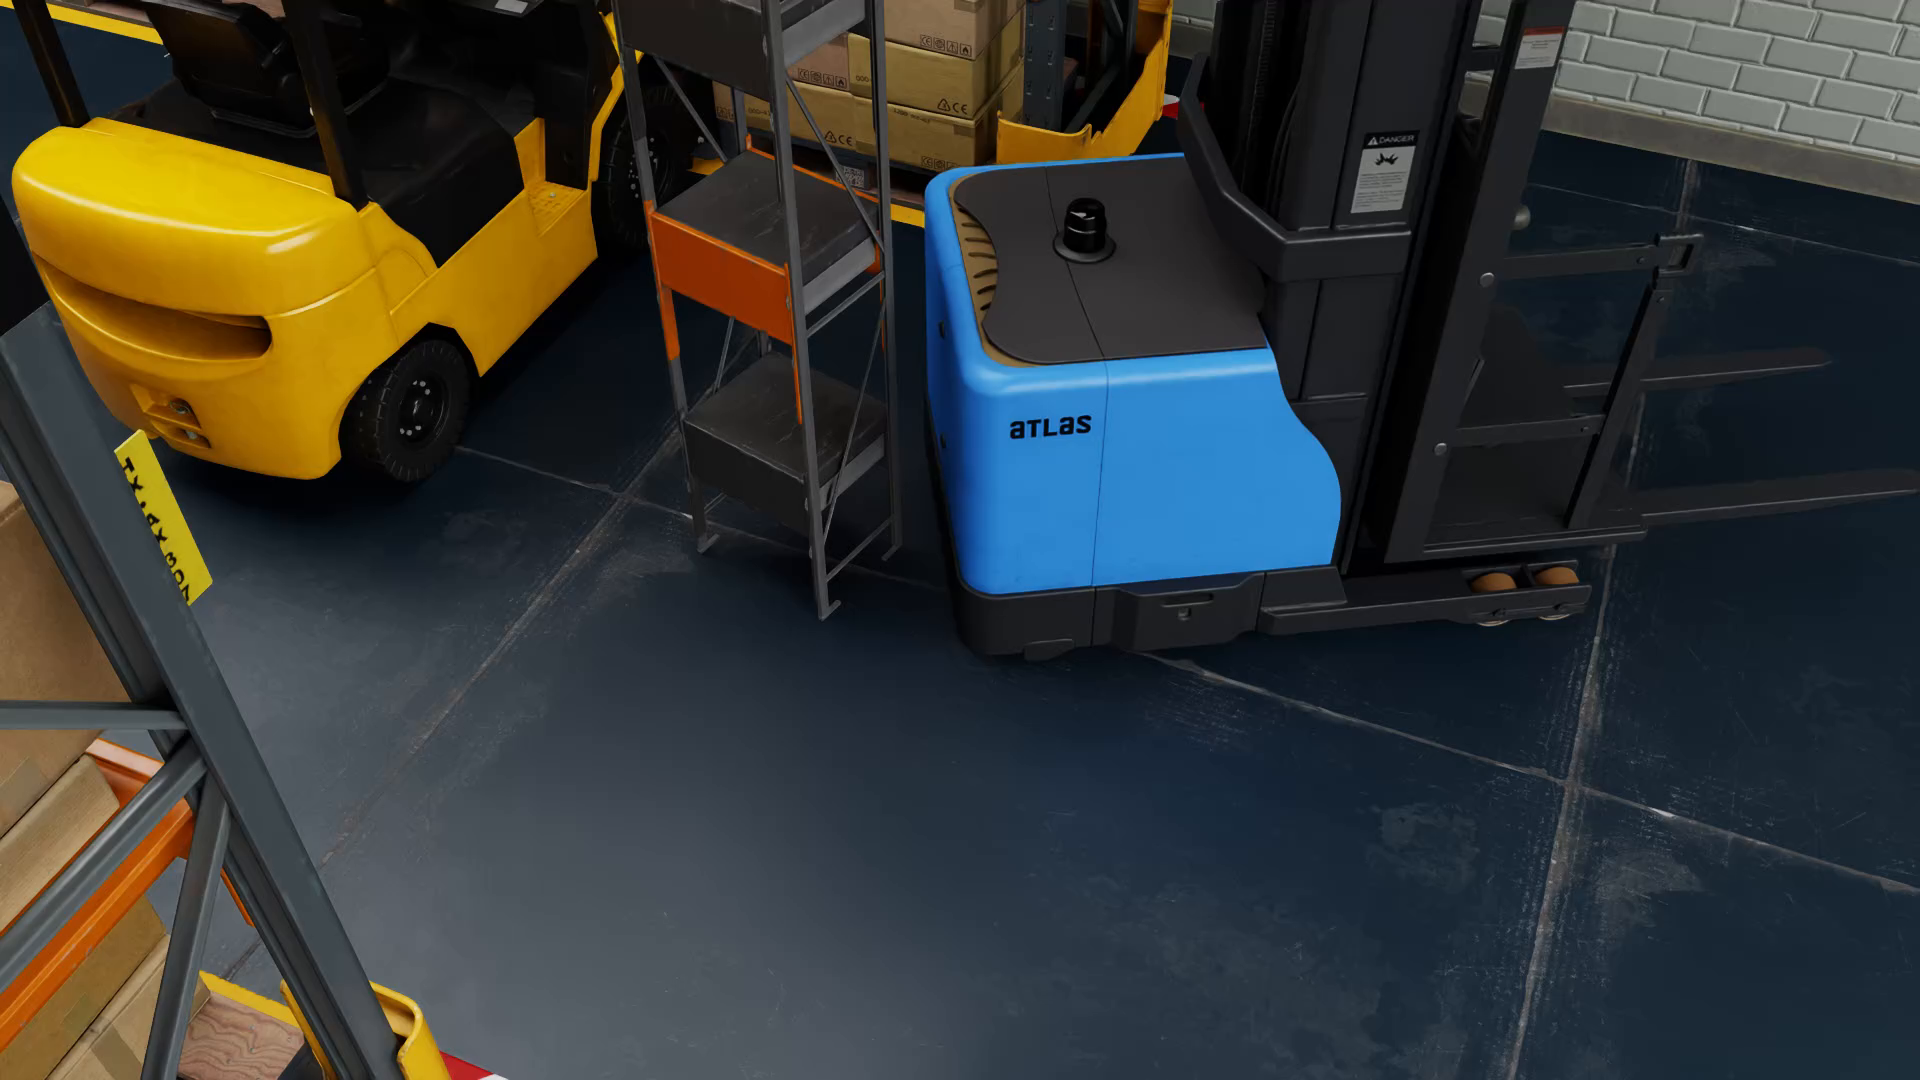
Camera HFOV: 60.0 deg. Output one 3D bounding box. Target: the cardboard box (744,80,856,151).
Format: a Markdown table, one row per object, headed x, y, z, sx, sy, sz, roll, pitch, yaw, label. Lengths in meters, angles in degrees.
| x | y | z | sx | sy | sz | roll | pitch | yaw | label |
| --- | --- | --- | --- | --- | --- | --- | --- | --- | --- |
| -0.533 | -1.825 | 6.609 | 0.500 | 0.250 | 0.500 | 16 | 47 | 16 | cardboard box |

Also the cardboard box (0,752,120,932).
| x | y | z | sx | sy | sz | roll | pitch | yaw | label |
| --- | --- | --- | --- | --- | --- | --- | --- | --- | --- |
| -1.664 | 0.506 | 2.793 | 0.250 | 0.149 | 0.380 | 17 | 47 | 16 | cardboard box |

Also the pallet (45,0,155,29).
| x | y | z | sx | sy | sz | roll | pitch | yaw | label |
| --- | --- | --- | --- | --- | --- | --- | --- | --- | --- |
| -3.909 | -2.860 | 7.975 | 1.213 | 0.211 | 1.003 | 16 | 47 | 16 | pallet |

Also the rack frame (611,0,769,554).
| x | y | z | sx | sy | sz | roll | pitch | yaw | label |
| --- | --- | --- | --- | --- | --- | --- | --- | --- | --- |
| -0.700 | -0.818 | 4.583 | 0.015 | 2.100 | 0.400 | 27 | 51 | 24 | rack frame |

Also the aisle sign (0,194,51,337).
| x | y | z | sx | sy | sz | roll | pitch | yaw | label |
| --- | --- | --- | --- | --- | --- | --- | --- | --- | --- |
| -1.254 | -0.462 | 1.745 | 0.004 | 0.787 | 0.394 | 16 | 47 | 16 | aisle sign |

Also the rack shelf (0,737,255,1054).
| x | y | z | sx | sy | sz | roll | pitch | yaw | label |
| --- | --- | --- | --- | --- | --- | --- | --- | --- | --- |
| -3.276 | 0.356 | 3.275 | 4.000 | 0.370 | 1.077 | 16 | 47 | 16 | rack shelf |

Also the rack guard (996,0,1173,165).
| x | y | z | sx | sy | sz | roll | pitch | yaw | label |
| --- | --- | --- | --- | --- | --- | --- | --- | --- | --- |
| 0.499 | -1.695 | 6.599 | 0.348 | 0.500 | 1.175 | 16 | 47 | 16 | rack guard |

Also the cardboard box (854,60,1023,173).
| x | y | z | sx | sy | sz | roll | pitch | yaw | label |
| --- | --- | --- | --- | --- | --- | --- | --- | --- | --- |
| -0.078 | -1.684 | 6.467 | 0.500 | 0.250 | 0.500 | 17 | 47 | 16 | cardboard box |

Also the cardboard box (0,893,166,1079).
| x | y | z | sx | sy | sz | roll | pitch | yaw | label |
| --- | --- | --- | --- | --- | --- | --- | --- | --- | --- |
| -2.091 | 0.799 | 3.440 | 0.500 | 0.500 | 0.500 | 15 | 47 | 15 | cardboard box |

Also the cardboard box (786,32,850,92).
| x | y | z | sx | sy | sz | roll | pitch | yaw | label |
| --- | --- | --- | --- | --- | --- | --- | --- | --- | --- |
| -0.551 | -2.011 | 6.442 | 0.500 | 0.250 | 0.500 | 16 | 47 | 15 | cardboard box |

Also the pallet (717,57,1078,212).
| x | y | z | sx | sy | sz | roll | pitch | yaw | label |
| --- | --- | --- | --- | --- | --- | --- | --- | --- | --- |
| -0.245 | -1.780 | 6.889 | 1.213 | 0.211 | 1.003 | 16 | 47 | 16 | pallet |

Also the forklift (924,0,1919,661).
| x | y | z | sx | sy | sz | roll | pitch | yaw | label |
| --- | --- | --- | --- | --- | --- | --- | --- | --- | --- |
| 1.441 | -1.148 | 4.325 | 3.031 | 2.935 | 1.130 | -5 | 45 | -5 | forklift |

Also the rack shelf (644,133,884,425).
| x | y | z | sx | sy | sz | roll | pitch | yaw | label |
| --- | --- | --- | --- | --- | --- | --- | --- | --- | --- |
| -0.501 | -0.708 | 4.492 | 0.480 | 0.518 | 0.431 | 27 | 51 | 24 | rack shelf |

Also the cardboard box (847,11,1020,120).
| x | y | z | sx | sy | sz | roll | pitch | yaw | label |
| --- | --- | --- | --- | --- | --- | --- | --- | --- | --- |
| -0.092 | -1.868 | 6.298 | 0.500 | 0.250 | 0.500 | 16 | 47 | 15 | cardboard box |

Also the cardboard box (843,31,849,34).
| x | y | z | sx | sy | sz | roll | pitch | yaw | label |
| --- | --- | --- | --- | --- | --- | --- | --- | --- | --- |
| -0.541 | -2.173 | 6.250 | 0.500 | 0.250 | 0.500 | 17 | 47 | 17 | cardboard box |

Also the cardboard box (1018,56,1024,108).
| x | y | z | sx | sy | sz | roll | pitch | yaw | label |
| --- | --- | --- | --- | --- | --- | --- | --- | --- | --- |
| 0.099 | -2.023 | 6.808 | 0.500 | 0.250 | 0.500 | 17 | 47 | 16 | cardboard box |

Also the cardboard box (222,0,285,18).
| x | y | z | sx | sy | sz | roll | pitch | yaw | label |
| --- | --- | --- | --- | --- | --- | --- | --- | --- | --- |
| -2.895 | -2.501 | 7.289 | 0.500 | 0.250 | 0.500 | 17 | 47 | 16 | cardboard box |

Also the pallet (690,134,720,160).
| x | y | z | sx | sy | sz | roll | pitch | yaw | label |
| --- | --- | --- | --- | --- | --- | --- | --- | --- | --- |
| -1.367 | -2.112 | 7.223 | 1.213 | 0.211 | 1.003 | 16 | 47 | 16 | pallet |

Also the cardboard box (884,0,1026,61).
| x | y | z | sx | sy | sz | roll | pitch | yaw | label |
| --- | --- | --- | --- | --- | --- | --- | --- | --- | --- |
| -0.068 | -2.038 | 6.115 | 0.500 | 0.250 | 0.500 | 18 | 48 | 17 | cardboard box |

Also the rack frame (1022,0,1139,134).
| x | y | z | sx | sy | sz | roll | pitch | yaw | label |
| --- | --- | --- | --- | --- | --- | --- | --- | --- | --- |
| 0.477 | -2.588 | 5.724 | 0.127 | 3.000 | 1.000 | 16 | 47 | 16 | rack frame |

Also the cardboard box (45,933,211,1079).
| x | y | z | sx | sy | sz | roll | pitch | yaw | label |
| --- | --- | --- | --- | --- | --- | --- | --- | --- | --- |
| -2.068 | 1.071 | 3.699 | 0.500 | 0.250 | 0.500 | 16 | 47 | 16 | cardboard box |

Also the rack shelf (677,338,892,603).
| x | y | z | sx | sy | sz | roll | pitch | yaw | label |
| --- | --- | --- | --- | --- | --- | --- | --- | --- | --- |
| -0.501 | -0.211 | 4.986 | 0.480 | 0.518 | 0.431 | 27 | 51 | 24 | rack shelf |

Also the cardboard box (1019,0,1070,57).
| x | y | z | sx | sy | sz | roll | pitch | yaw | label |
| --- | --- | --- | --- | --- | --- | --- | --- | --- | --- |
| 0.123 | -2.202 | 6.634 | 0.500 | 0.250 | 0.500 | 17 | 47 | 17 | cardboard box |

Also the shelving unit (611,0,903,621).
| x | y | z | sx | sy | sz | roll | pitch | yaw | label |
| --- | --- | --- | --- | --- | --- | --- | --- | --- | --- |
| -0.501 | -0.717 | 4.482 | 0.503 | 2.100 | 0.431 | 27 | 51 | 24 | shelving unit |

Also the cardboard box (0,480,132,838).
| x | y | z | sx | sy | sz | roll | pitch | yaw | label |
| --- | --- | --- | --- | --- | --- | --- | --- | --- | --- |
| -1.761 | 0.194 | 2.646 | 0.500 | 0.500 | 0.500 | 16 | 47 | 15 | cardboard box |

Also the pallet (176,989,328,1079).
| x | y | z | sx | sy | sz | roll | pitch | yaw | label |
| --- | --- | --- | --- | --- | --- | --- | --- | --- | --- |
| -2.237 | 1.369 | 3.725 | 1.213 | 0.211 | 1.003 | 16 | 47 | 16 | pallet |

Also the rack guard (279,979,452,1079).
| x | y | z | sx | sy | sz | roll | pitch | yaw | label |
| --- | --- | --- | --- | --- | --- | --- | --- | --- | --- |
| -1.500 | 1.510 | 3.378 | 0.348 | 0.500 | 1.175 | 16 | 47 | 16 | rack guard |

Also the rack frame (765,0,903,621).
| x | y | z | sx | sy | sz | roll | pitch | yaw | label |
| --- | --- | --- | --- | --- | --- | --- | --- | --- | --- |
| -0.303 | -0.617 | 4.381 | 0.015 | 2.100 | 0.400 | 27 | 51 | 24 | rack frame |

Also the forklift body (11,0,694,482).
| x | y | z | sx | sy | sz | roll | pitch | yaw | label |
| --- | --- | --- | --- | --- | --- | --- | --- | --- | --- |
| -1.975 | -1.614 | 5.348 | 1.214 | 2.155 | 2.313 | 16 | 47 | 16 | forklift body |

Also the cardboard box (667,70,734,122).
| x | y | z | sx | sy | sz | roll | pitch | yaw | label |
| --- | --- | --- | --- | --- | --- | --- | --- | --- | --- |
| -0.992 | -1.967 | 6.752 | 0.500 | 0.250 | 0.500 | 17 | 47 | 16 | cardboard box |

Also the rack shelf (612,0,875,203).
| x | y | z | sx | sy | sz | roll | pitch | yaw | label |
| --- | --- | --- | --- | --- | --- | --- | --- | --- | --- |
| -0.501 | -1.204 | 3.998 | 0.480 | 0.518 | 0.431 | 27 | 51 | 24 | rack shelf |

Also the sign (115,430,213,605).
| x | y | z | sx | sy | sz | roll | pitch | yaw | label |
| --- | --- | --- | --- | --- | --- | --- | --- | --- | --- |
| -1.222 | -0.016 | 2.525 | 0.005 | 0.325 | 0.100 | 16 | 47 | 16 | sign |

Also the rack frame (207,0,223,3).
| x | y | z | sx | sy | sz | roll | pitch | yaw | label |
| --- | --- | --- | --- | --- | --- | --- | --- | --- | --- |
| -3.214 | -3.674 | 6.816 | 0.127 | 3.000 | 1.000 | 16 | 47 | 16 | rack frame |
